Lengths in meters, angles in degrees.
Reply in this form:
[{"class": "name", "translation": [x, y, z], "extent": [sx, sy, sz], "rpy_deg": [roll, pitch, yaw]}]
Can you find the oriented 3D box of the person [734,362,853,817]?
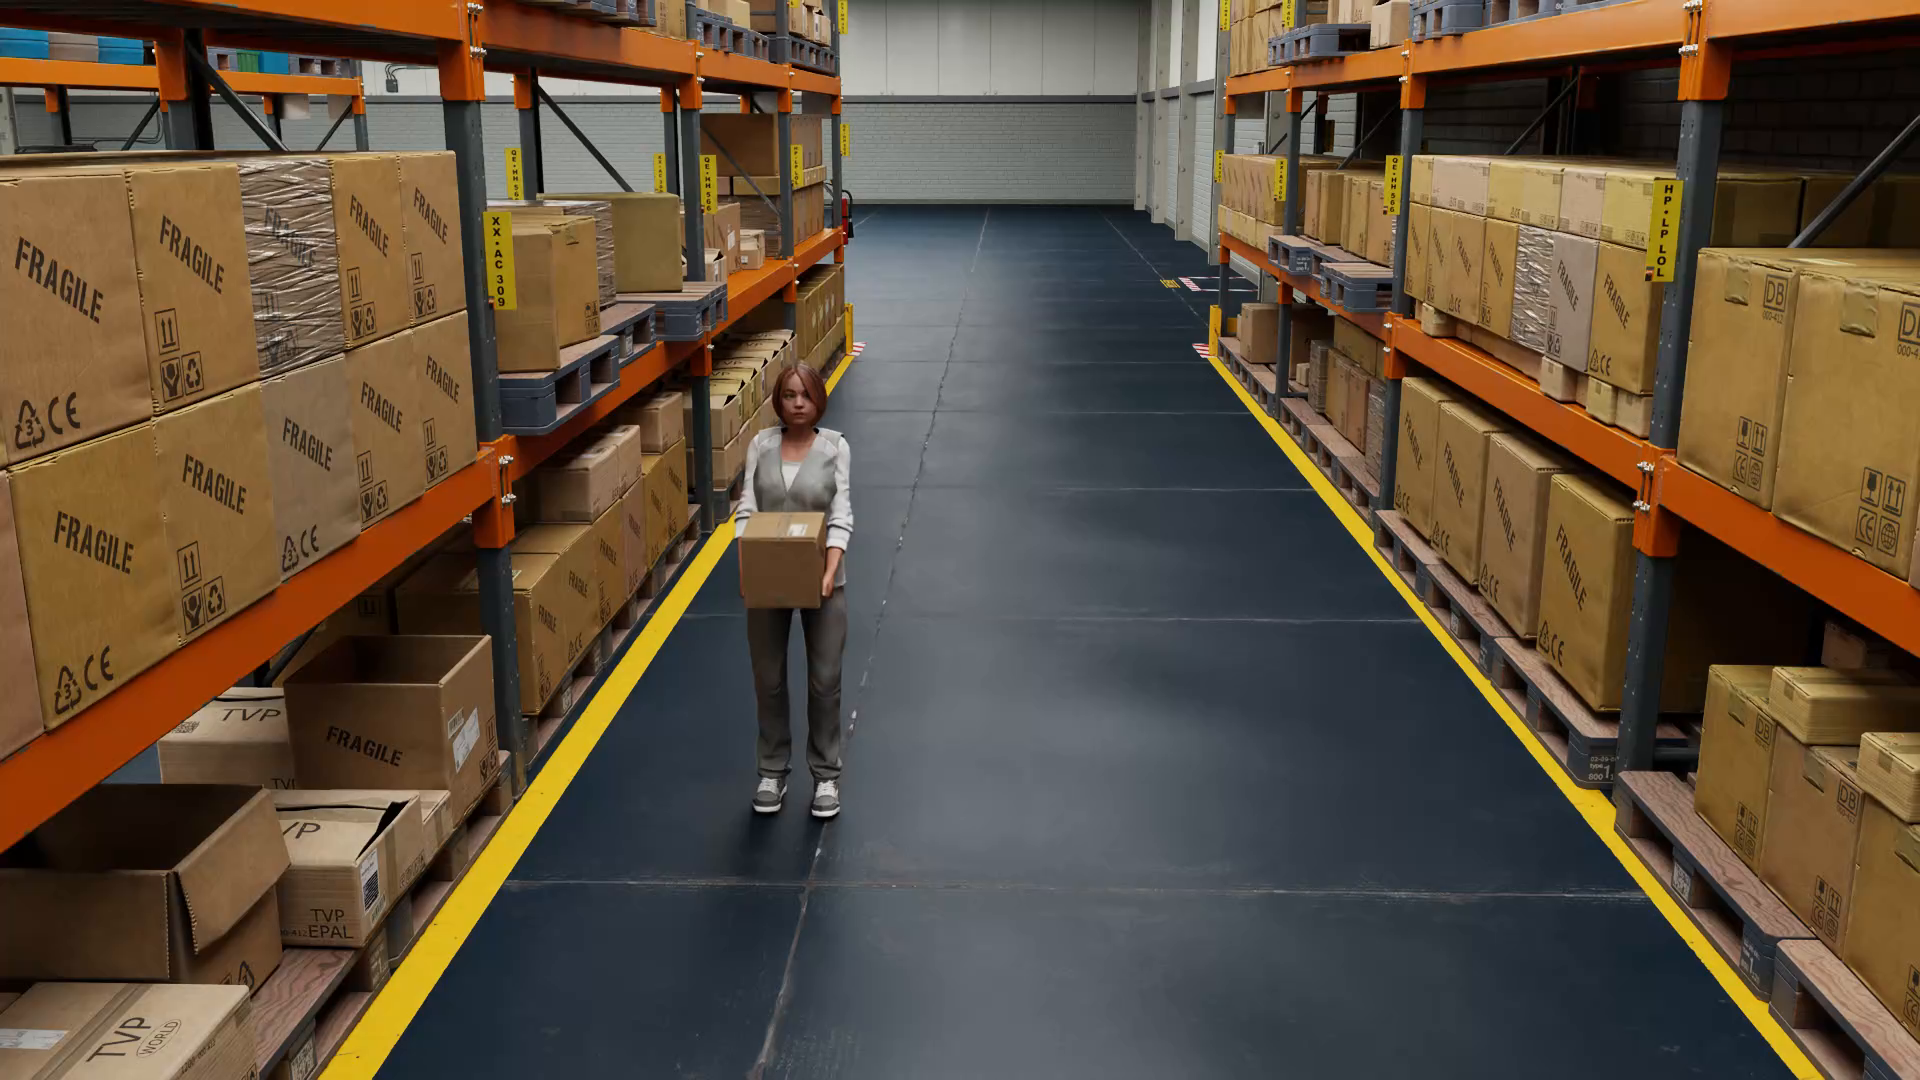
[{"class": "person", "translation": [-0.571, 0.193, 5.768], "extent": [0.408, 1.589, 0.493], "rpy_deg": [0, 14, 2]}]
